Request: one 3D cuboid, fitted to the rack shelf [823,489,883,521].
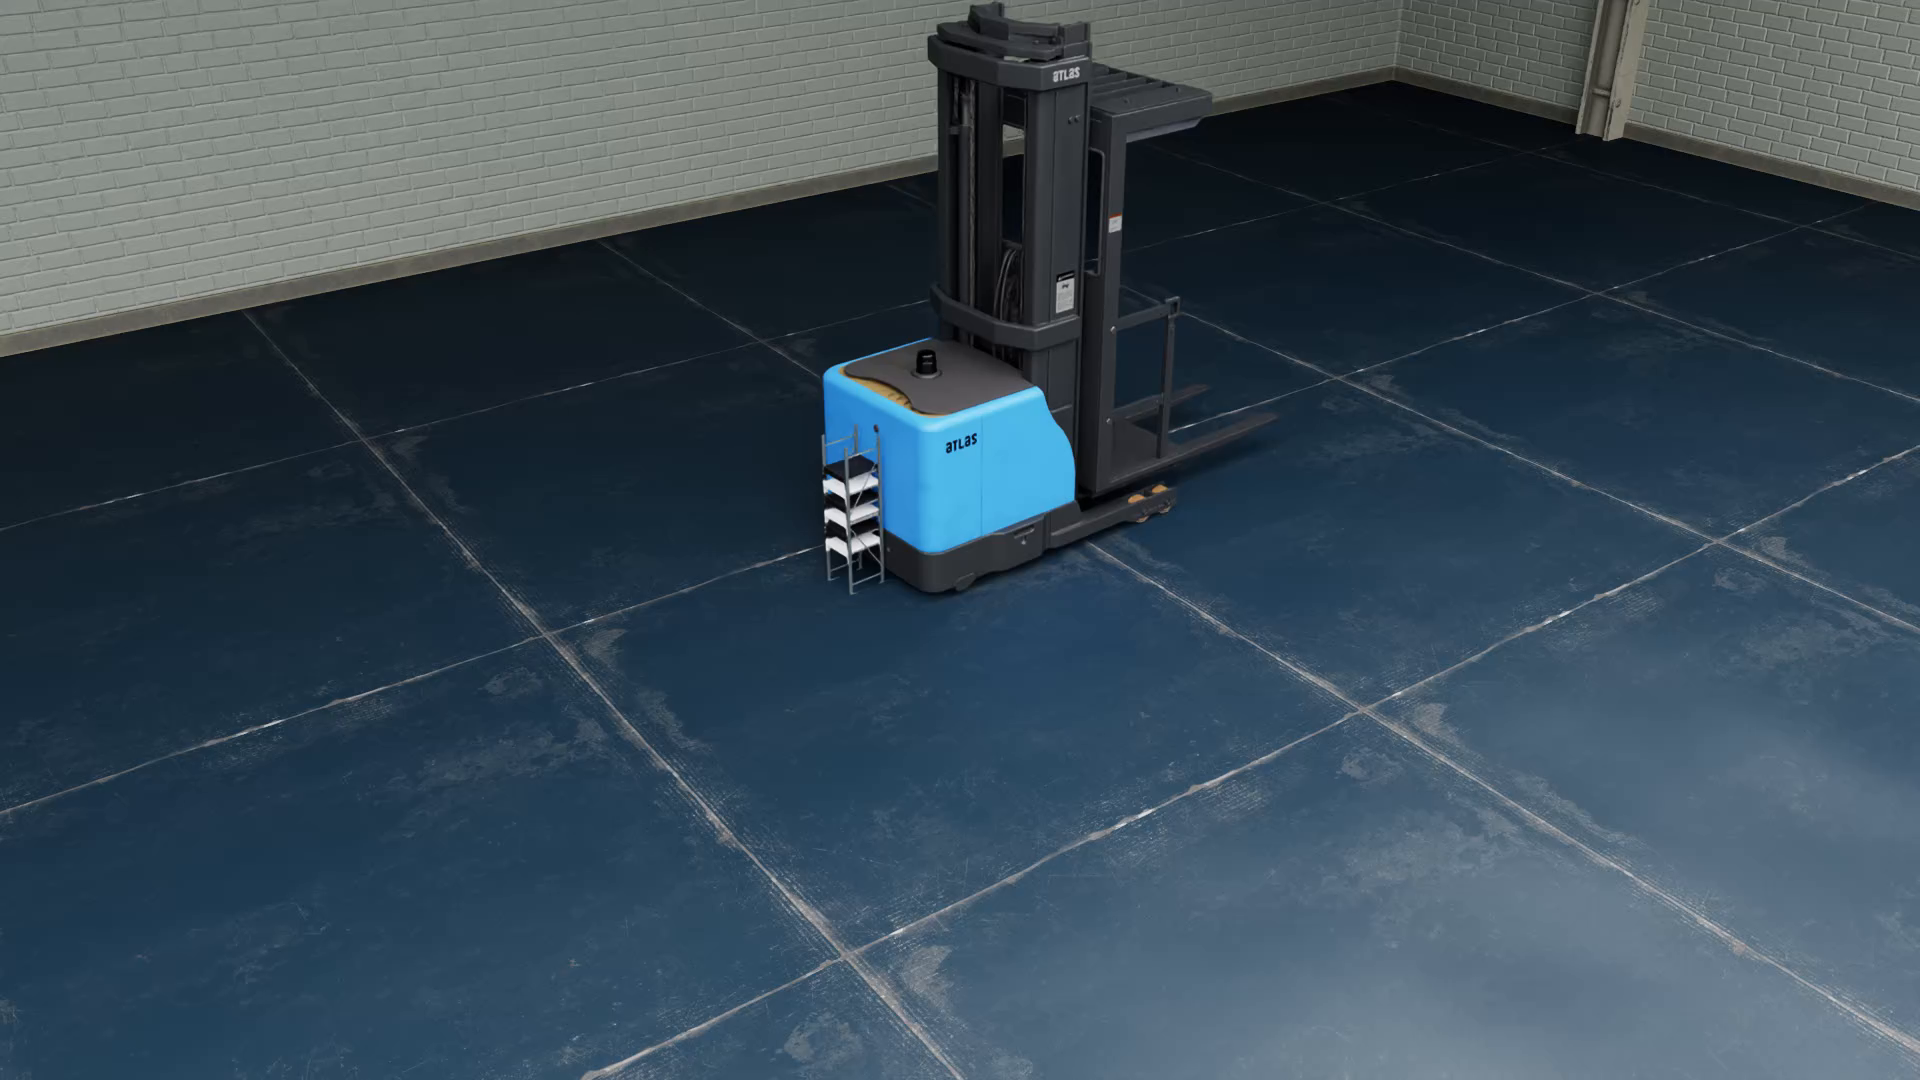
[{"bbox_3d":[-0.583,-0.211,9.078,0.258,0.077,0.200,-22,35,-35],"label":"rack shelf"}]

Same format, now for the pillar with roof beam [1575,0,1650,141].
[{"bbox_3d":[3.294,-7.073,13.345,9.100,9.000,0.400,-19,34,-31],"label":"pillar with roof beam"}]

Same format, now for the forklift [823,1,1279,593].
[{"bbox_3d":[0.683,-1.566,9.562,3.031,2.935,1.130,-21,35,-34],"label":"forklift"}]

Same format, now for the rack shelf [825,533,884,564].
[{"bbox_3d":[-0.583,0.026,9.207,0.258,0.077,0.200,-22,35,-35],"label":"rack shelf"}]

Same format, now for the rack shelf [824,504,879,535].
[{"bbox_3d":[-0.583,-0.132,9.121,0.258,0.077,0.200,-22,35,-35],"label":"rack shelf"}]

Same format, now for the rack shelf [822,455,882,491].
[{"bbox_3d":[-0.583,-0.370,8.992,0.258,0.077,0.200,-22,35,-35],"label":"rack shelf"}]

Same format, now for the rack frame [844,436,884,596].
[{"bbox_3d":[-0.518,-0.125,9.037,0.240,0.900,0.006,-22,35,-35],"label":"rack frame"}]

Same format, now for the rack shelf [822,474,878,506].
[{"bbox_3d":[-0.583,-0.291,9.035,0.258,0.077,0.200,-22,35,-35],"label":"rack shelf"}]

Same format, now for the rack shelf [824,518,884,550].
[{"bbox_3d":[-0.583,-0.053,9.164,0.258,0.077,0.200,-22,35,-35],"label":"rack shelf"}]

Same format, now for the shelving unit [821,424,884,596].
[{"bbox_3d":[-0.583,-0.162,9.105,0.258,0.900,0.210,-22,35,-35],"label":"shelving unit"}]

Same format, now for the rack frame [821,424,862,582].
[{"bbox_3d":[-0.649,-0.199,9.173,0.240,0.900,0.006,-22,35,-35],"label":"rack frame"}]
